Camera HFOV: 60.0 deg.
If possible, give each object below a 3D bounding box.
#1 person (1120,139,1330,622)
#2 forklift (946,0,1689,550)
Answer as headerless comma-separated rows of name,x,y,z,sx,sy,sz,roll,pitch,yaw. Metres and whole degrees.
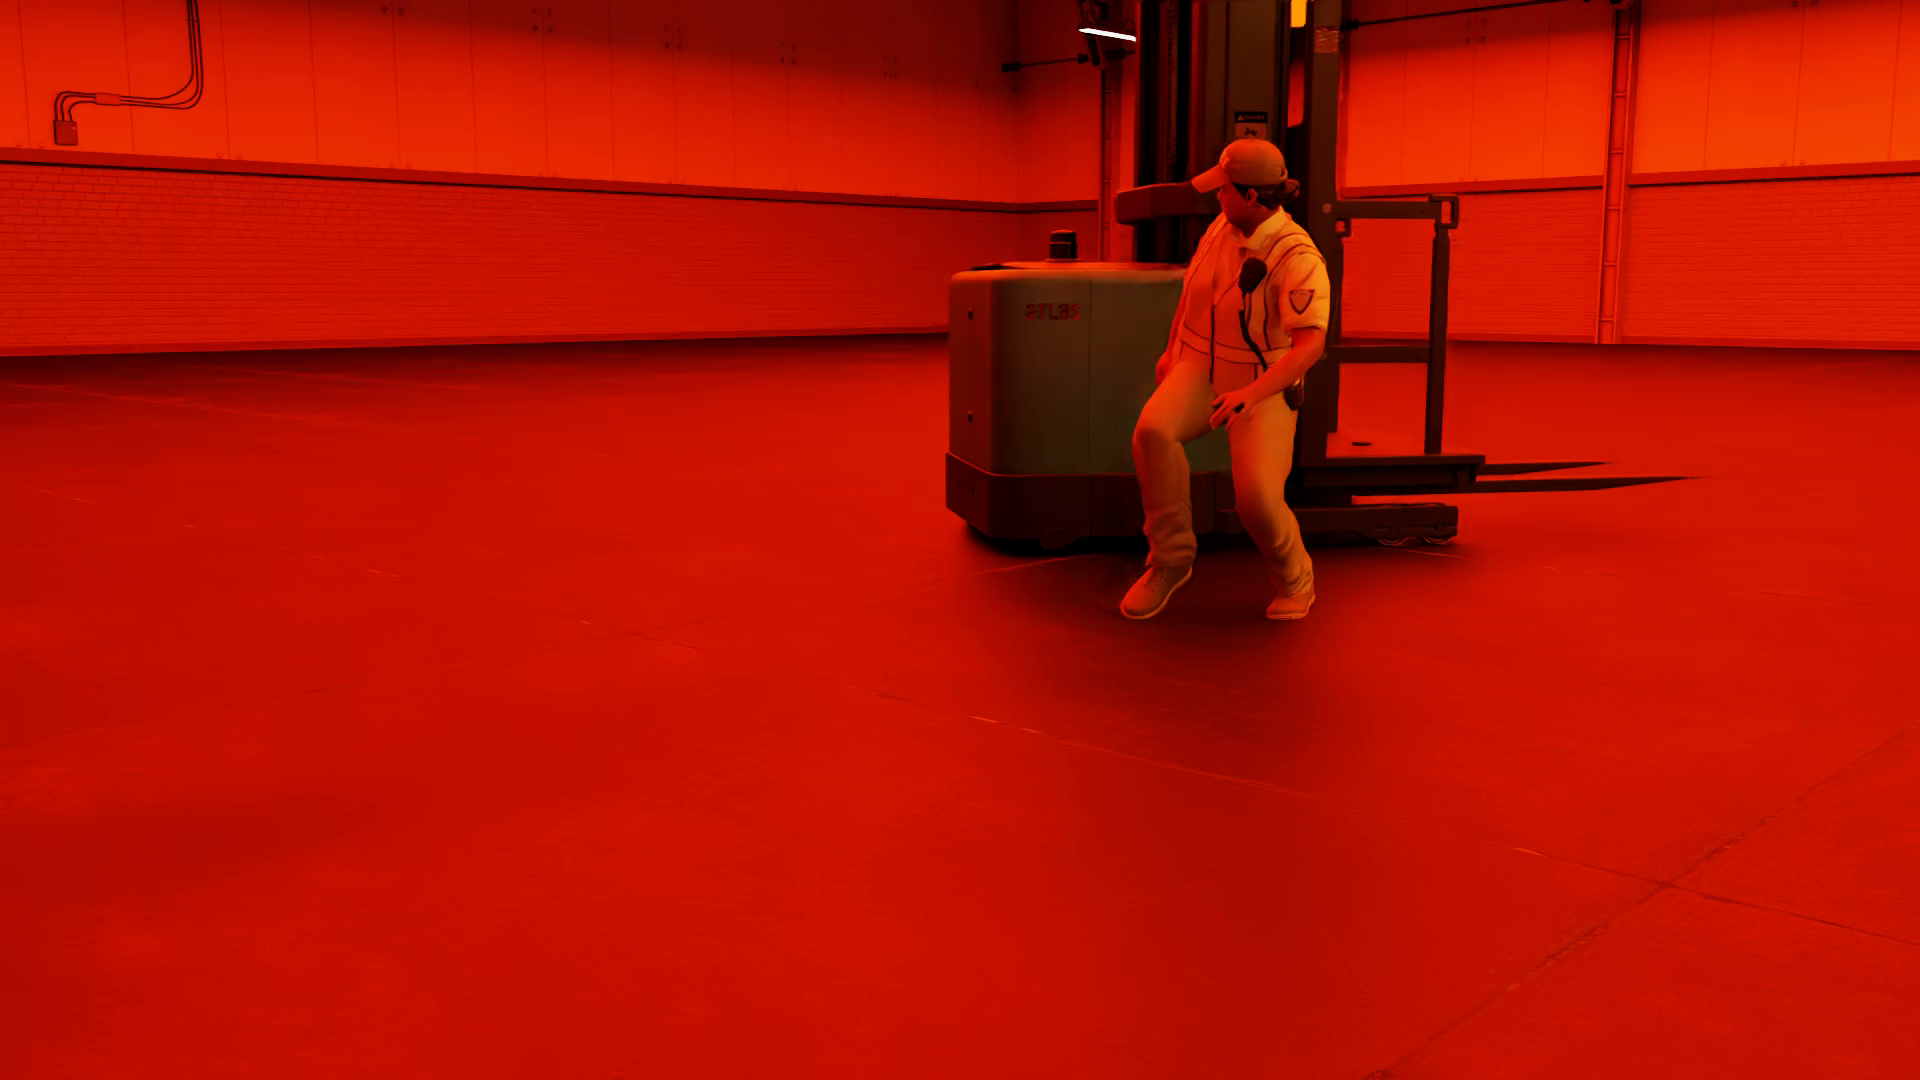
person,0.800,-0.481,5.137,0.708,1.463,0.718,6,10,33
forklift,1.509,-1.498,6.821,3.031,2.935,1.130,-2,9,-11
